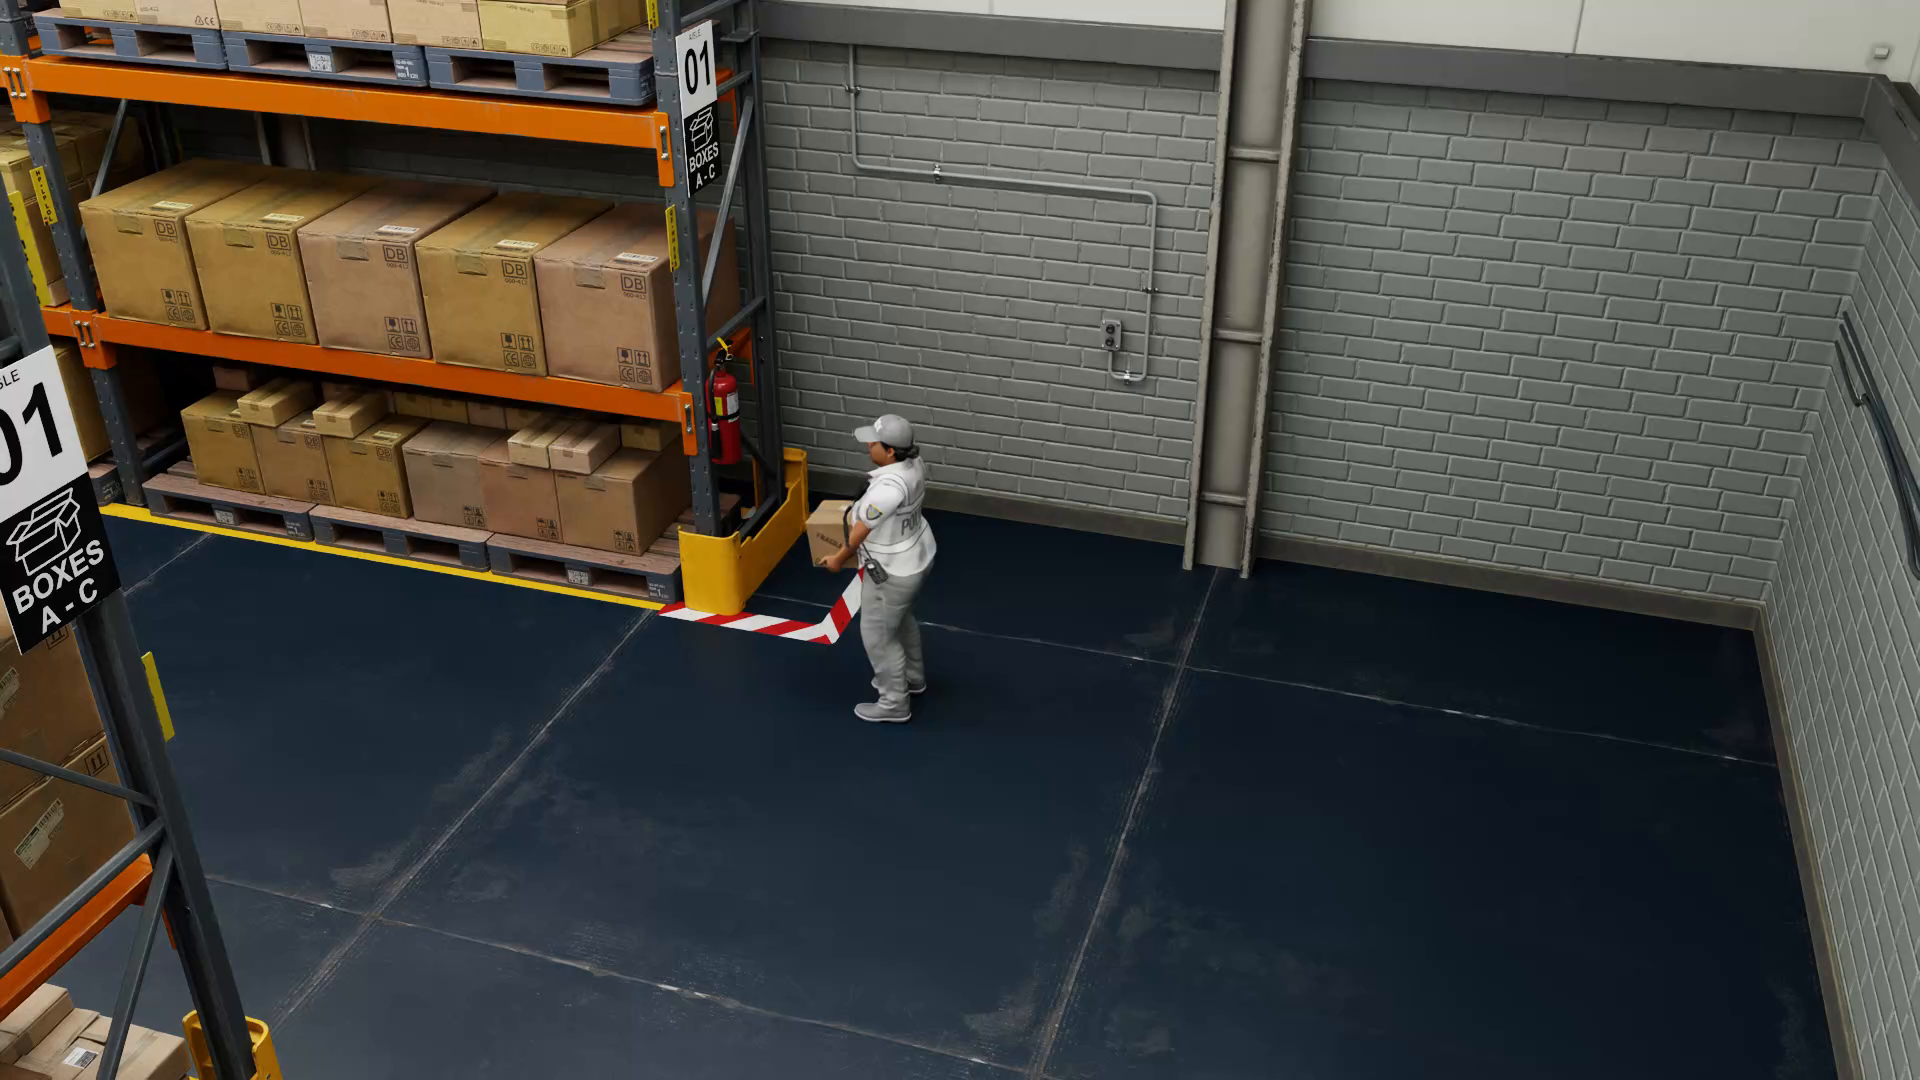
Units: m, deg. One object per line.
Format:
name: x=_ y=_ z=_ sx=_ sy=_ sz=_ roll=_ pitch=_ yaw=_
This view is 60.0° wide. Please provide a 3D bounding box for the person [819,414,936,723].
person: x=-0.412 y=0.124 z=8.287 sx=0.521 sy=1.663 sz=0.452 roll=8 pitch=30 yaw=14
